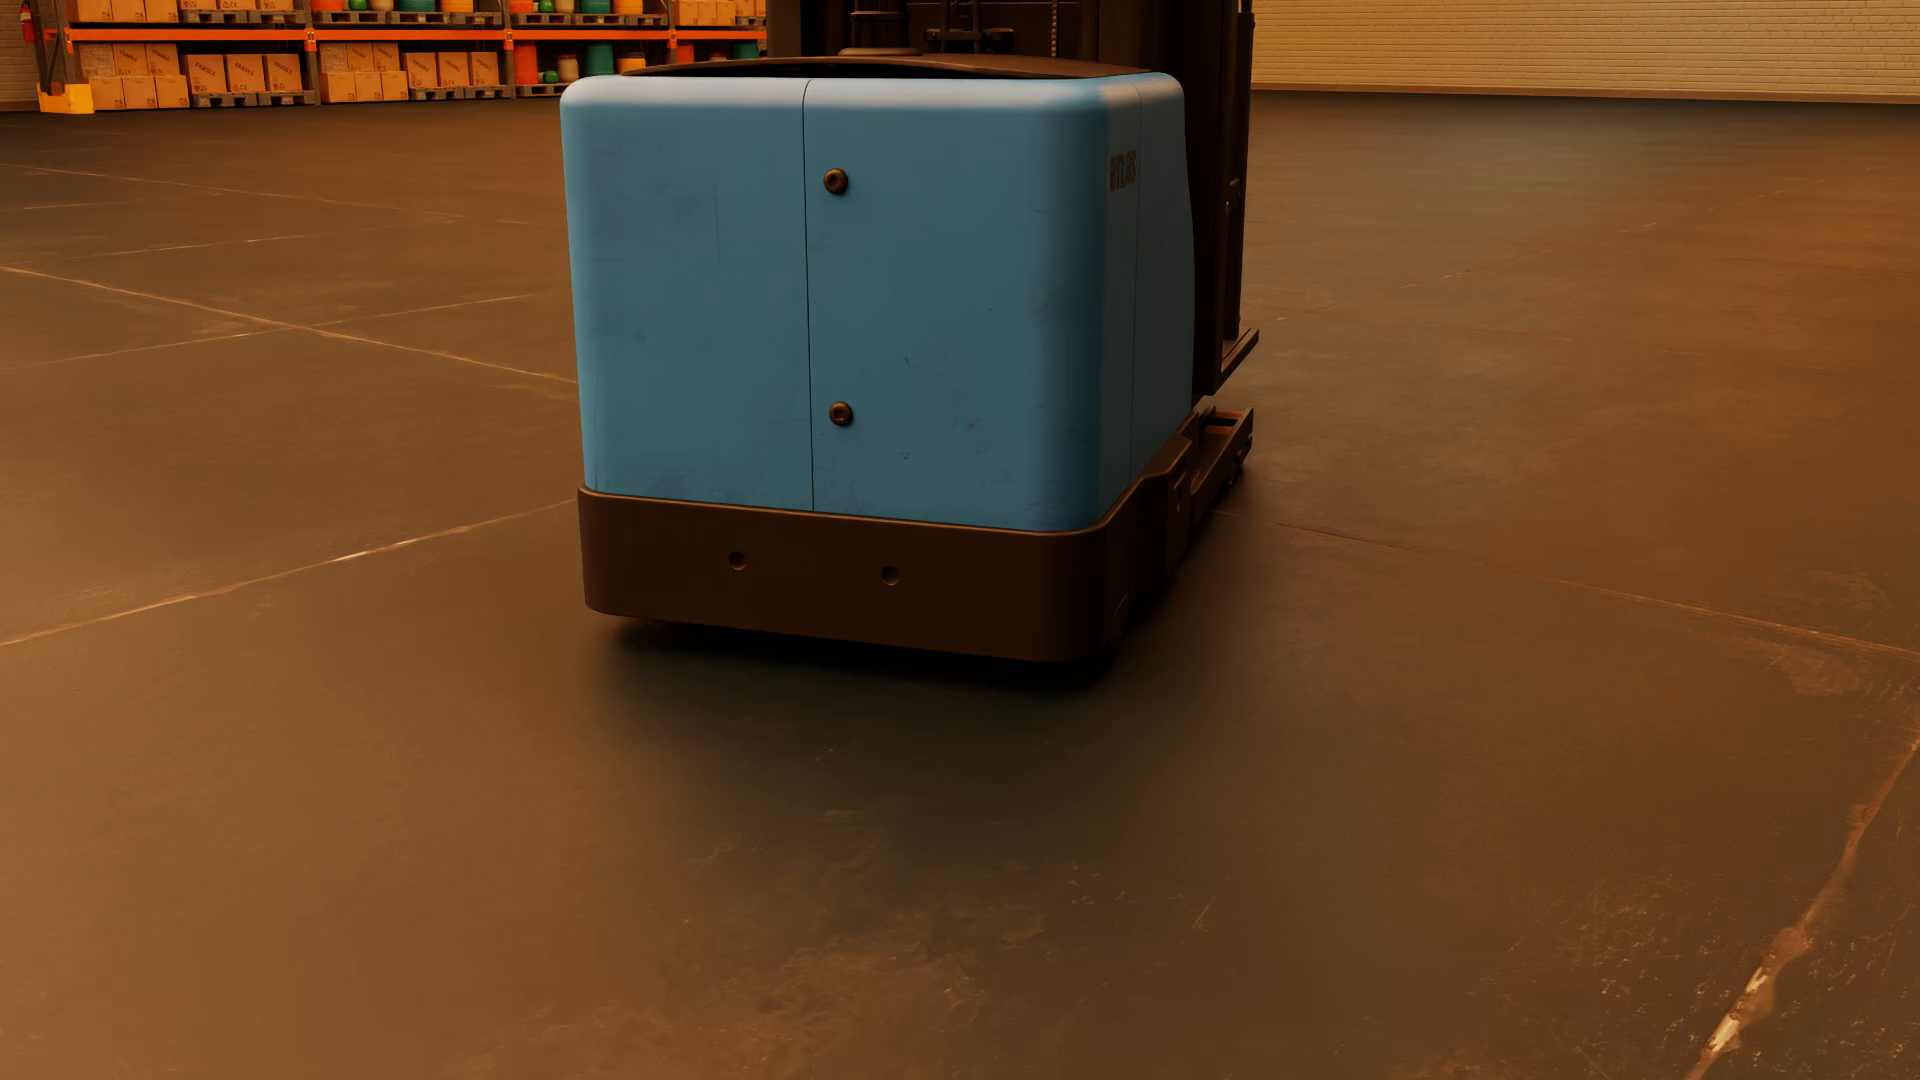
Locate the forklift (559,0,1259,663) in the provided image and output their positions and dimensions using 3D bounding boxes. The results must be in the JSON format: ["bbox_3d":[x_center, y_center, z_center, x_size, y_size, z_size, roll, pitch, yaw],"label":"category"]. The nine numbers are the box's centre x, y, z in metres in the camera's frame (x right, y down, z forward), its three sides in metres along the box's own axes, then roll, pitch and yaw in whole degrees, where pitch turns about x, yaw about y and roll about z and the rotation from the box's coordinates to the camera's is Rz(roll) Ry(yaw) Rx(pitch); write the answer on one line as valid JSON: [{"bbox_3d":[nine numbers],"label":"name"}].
[{"bbox_3d":[0.182,-1.571,4.072,1.130,2.935,3.031,5,18,17],"label":"forklift"}]
